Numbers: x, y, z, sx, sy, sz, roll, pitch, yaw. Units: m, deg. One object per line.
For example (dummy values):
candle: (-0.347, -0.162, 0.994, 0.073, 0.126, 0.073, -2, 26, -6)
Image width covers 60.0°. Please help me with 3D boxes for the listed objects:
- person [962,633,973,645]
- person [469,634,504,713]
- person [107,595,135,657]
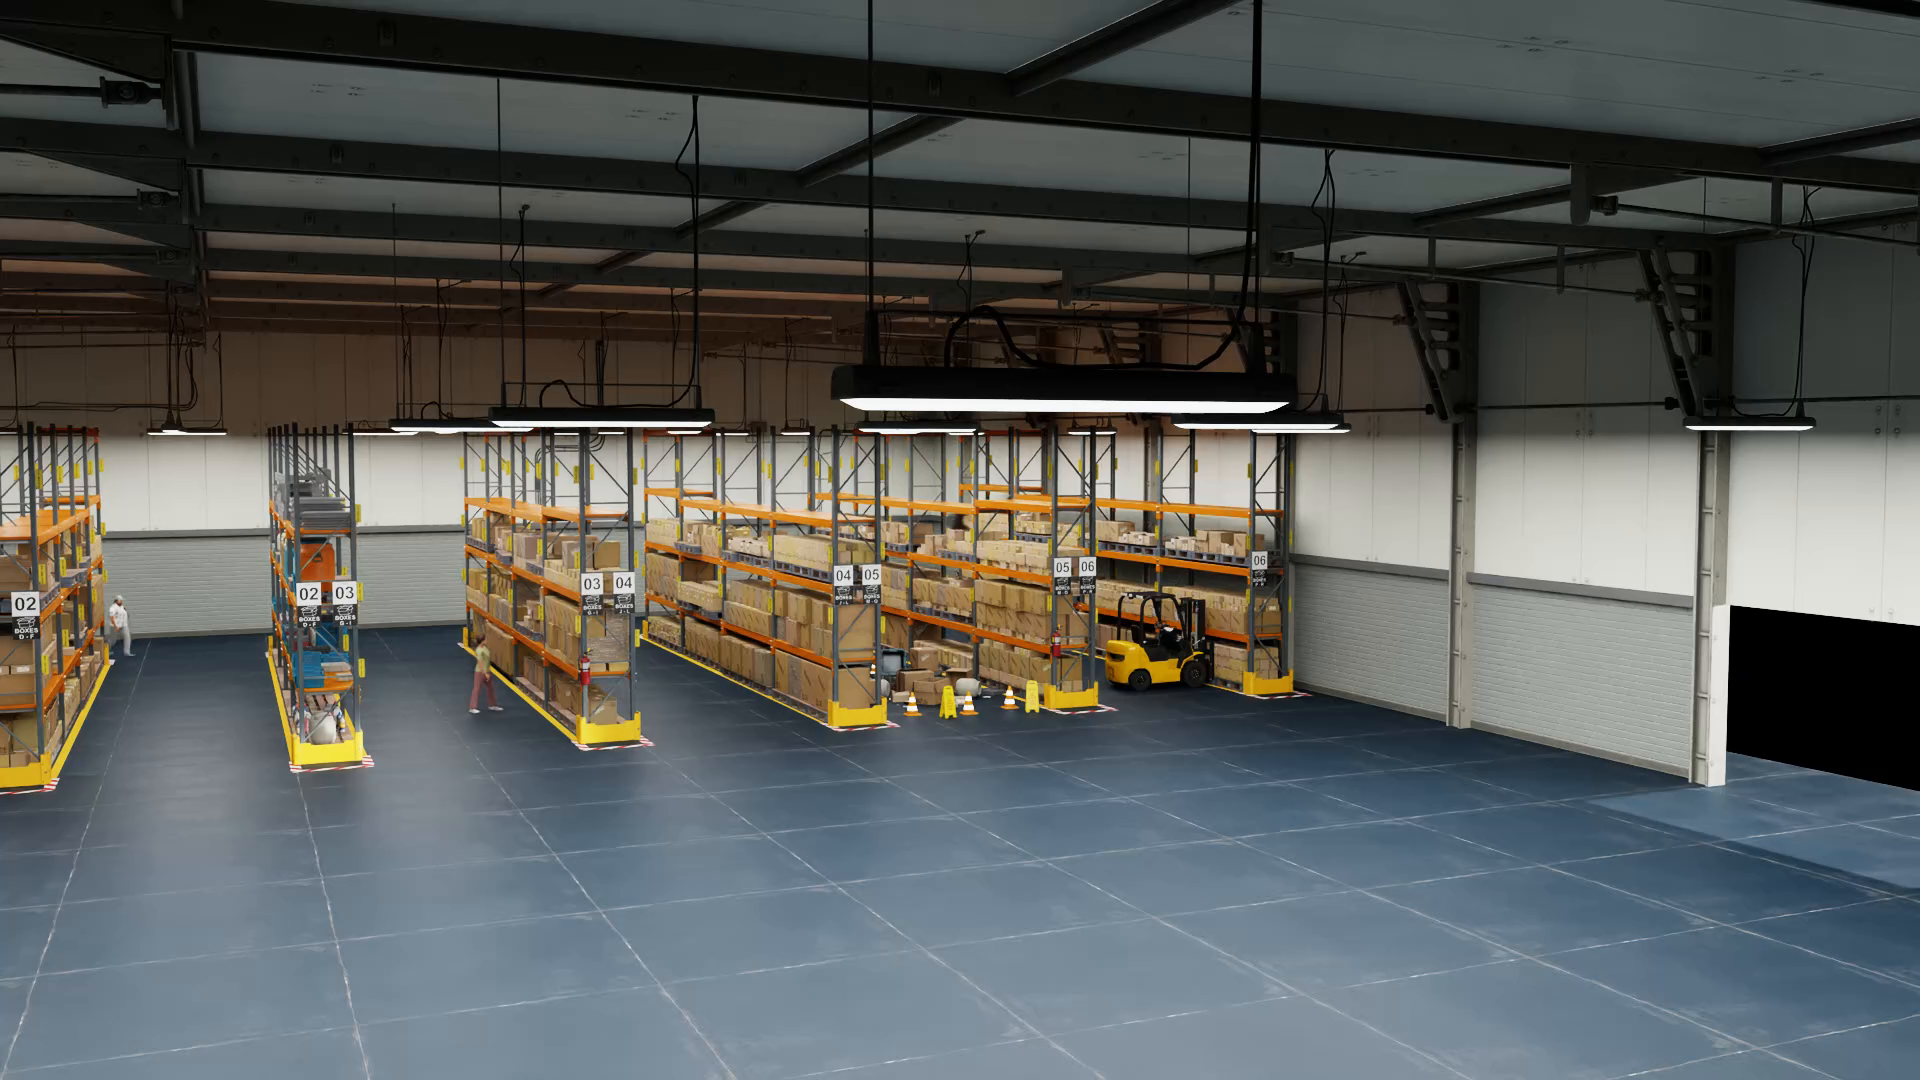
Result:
person: (0.215, 2.018, 46.135, 0.375, 1.777, 0.597, -2, 4, -24)
person: (-9.946, 2.787, 34.797, 0.568, 1.681, 0.657, 0, 4, 7)
person: (-22.018, 2.258, 43.478, 0.929, 1.623, 0.497, 2, 4, 29)
